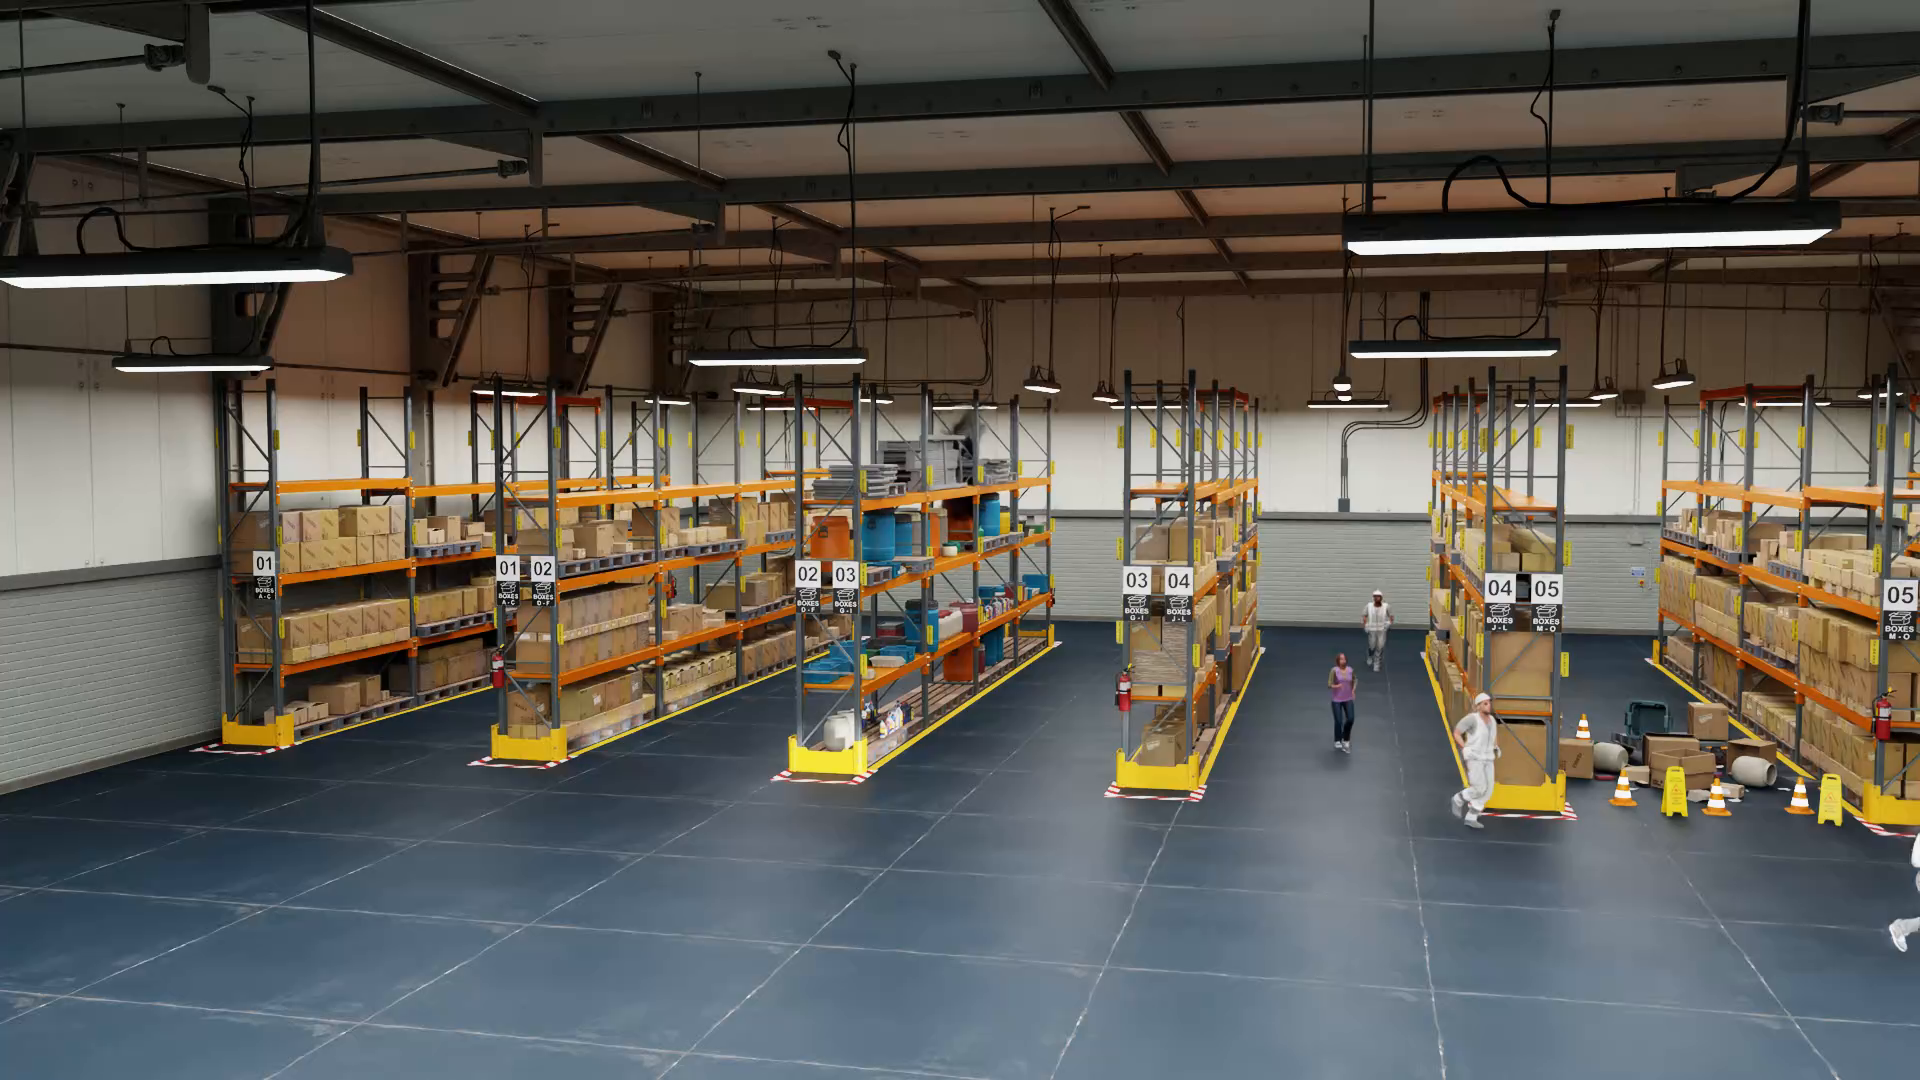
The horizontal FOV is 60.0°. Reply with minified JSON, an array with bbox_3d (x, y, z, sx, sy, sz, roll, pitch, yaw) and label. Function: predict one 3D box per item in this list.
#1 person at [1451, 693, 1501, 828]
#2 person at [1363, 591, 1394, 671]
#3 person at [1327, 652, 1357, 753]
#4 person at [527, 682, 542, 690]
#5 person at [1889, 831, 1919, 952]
[{"bbox_3d":[6.723,2.843,21.540,0.686,1.734,0.554,-2,4,-25],"label":"person"},{"bbox_3d":[9.086,1.969,36.115,0.671,1.749,0.638,1,4,16],"label":"person"},{"bbox_3d":[6.150,2.606,26.681,0.515,1.604,0.625,0,3,1],"label":"person"},{"bbox_3d":[-7.572,2.299,29.891,0.657,1.784,0.879,1,3,9],"label":"person"},{"bbox_3d":[9.219,3.286,15.813,0.522,1.528,0.617,-2,4,-36],"label":"person"}]
